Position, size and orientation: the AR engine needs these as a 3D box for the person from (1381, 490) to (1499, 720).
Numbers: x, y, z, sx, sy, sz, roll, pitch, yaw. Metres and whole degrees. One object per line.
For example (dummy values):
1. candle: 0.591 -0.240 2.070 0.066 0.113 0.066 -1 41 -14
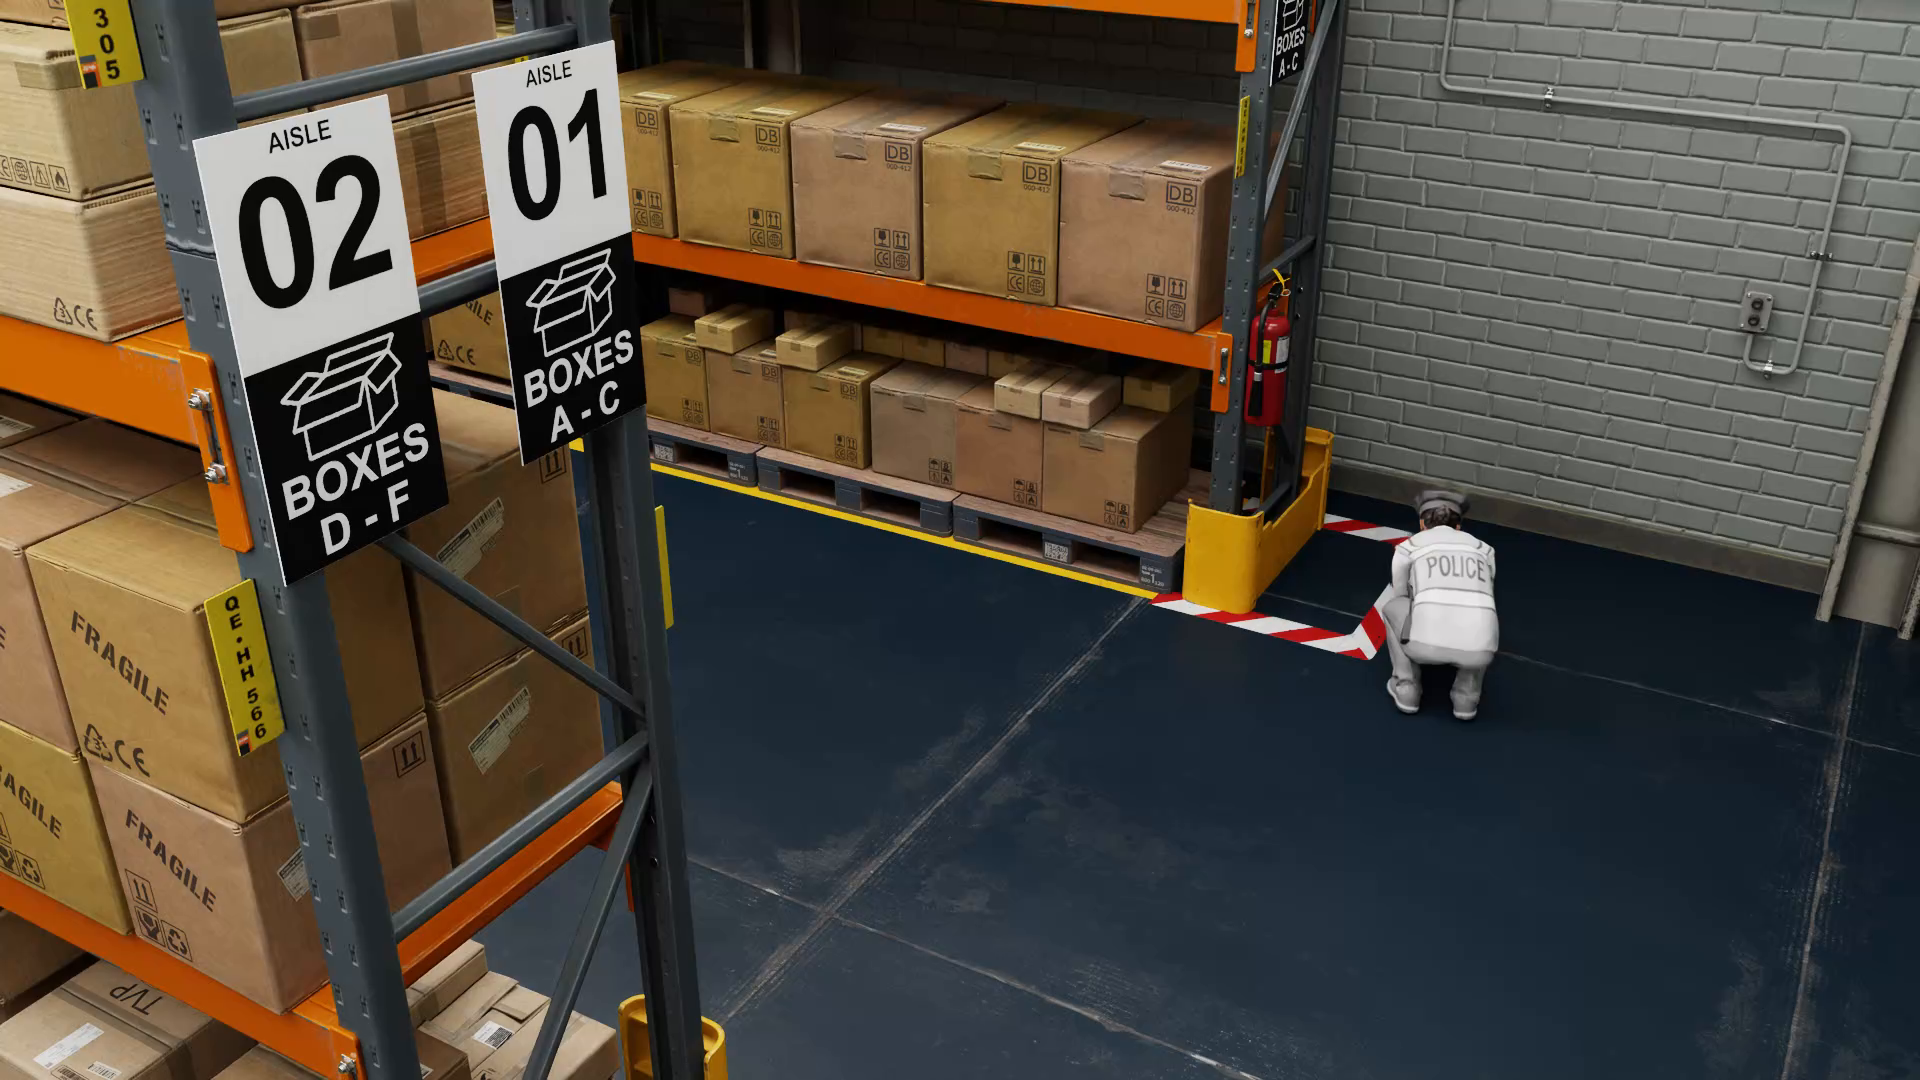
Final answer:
1. person: 2.050 0.285 7.082 0.477 0.831 0.883 5 27 10
